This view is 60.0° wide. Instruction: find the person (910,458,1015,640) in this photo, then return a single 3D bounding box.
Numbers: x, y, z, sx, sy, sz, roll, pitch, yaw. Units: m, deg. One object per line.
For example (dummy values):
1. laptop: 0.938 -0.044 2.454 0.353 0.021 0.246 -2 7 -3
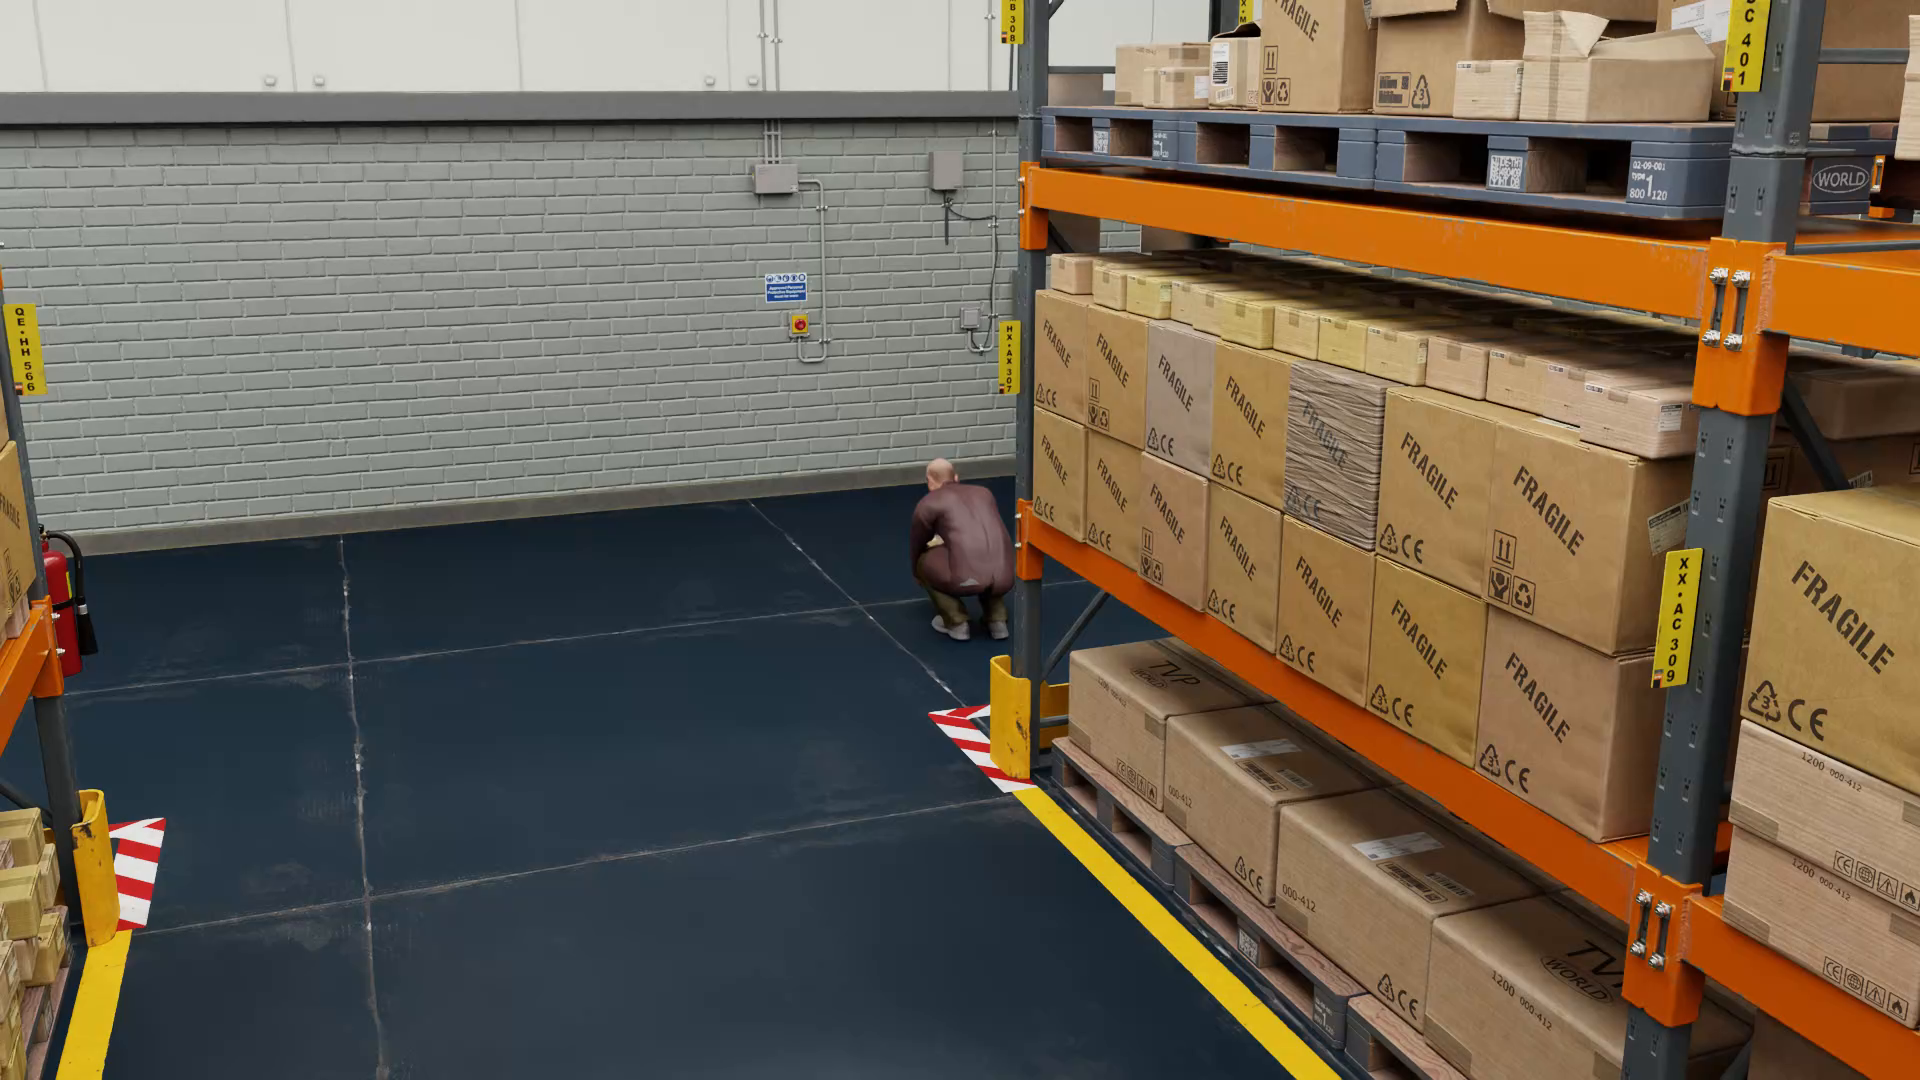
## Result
1. person: 0.010 0.043 9.880 0.601 0.997 0.904 -6 16 -20
